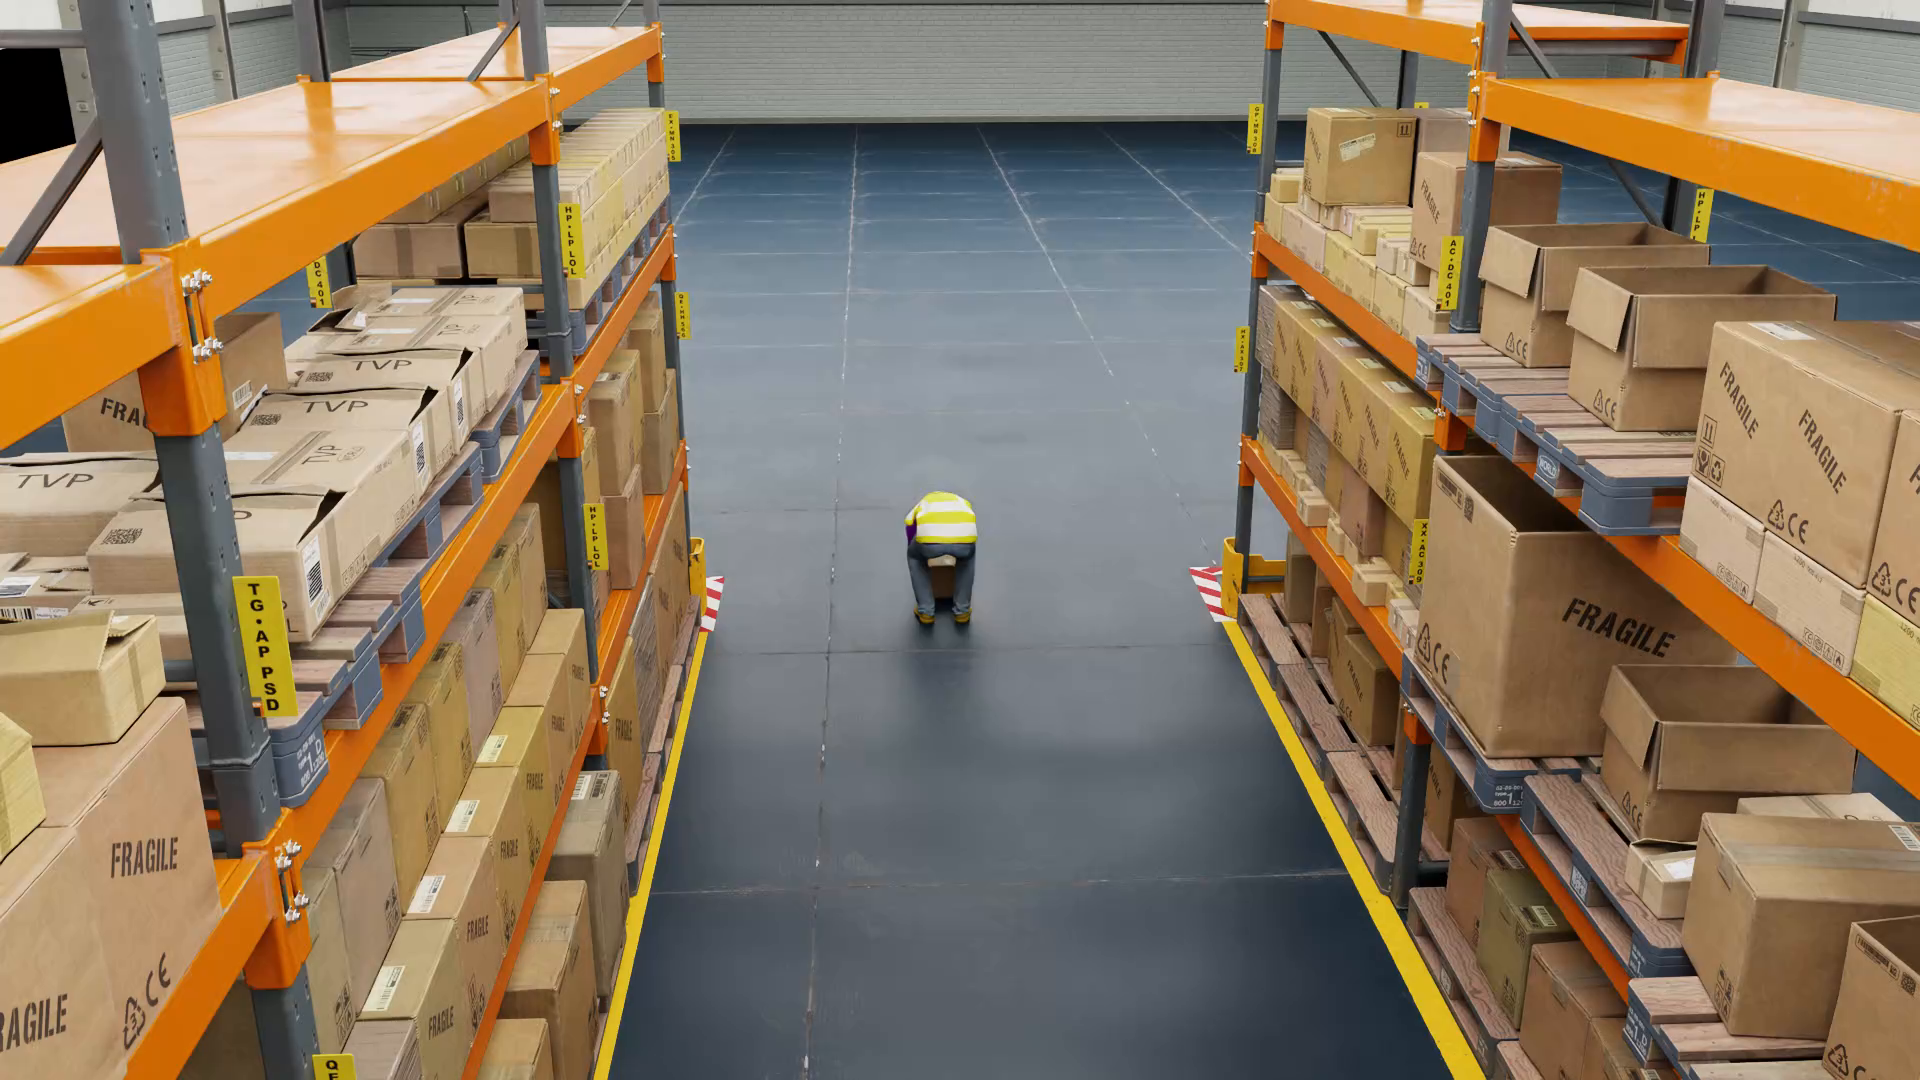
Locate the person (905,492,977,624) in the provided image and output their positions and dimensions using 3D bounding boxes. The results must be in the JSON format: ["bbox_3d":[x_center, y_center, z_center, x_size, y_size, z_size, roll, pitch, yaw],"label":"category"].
[{"bbox_3d":[-0.138,0.081,12.089,0.508,0.907,0.977,-2,20,-5],"label":"person"}]
